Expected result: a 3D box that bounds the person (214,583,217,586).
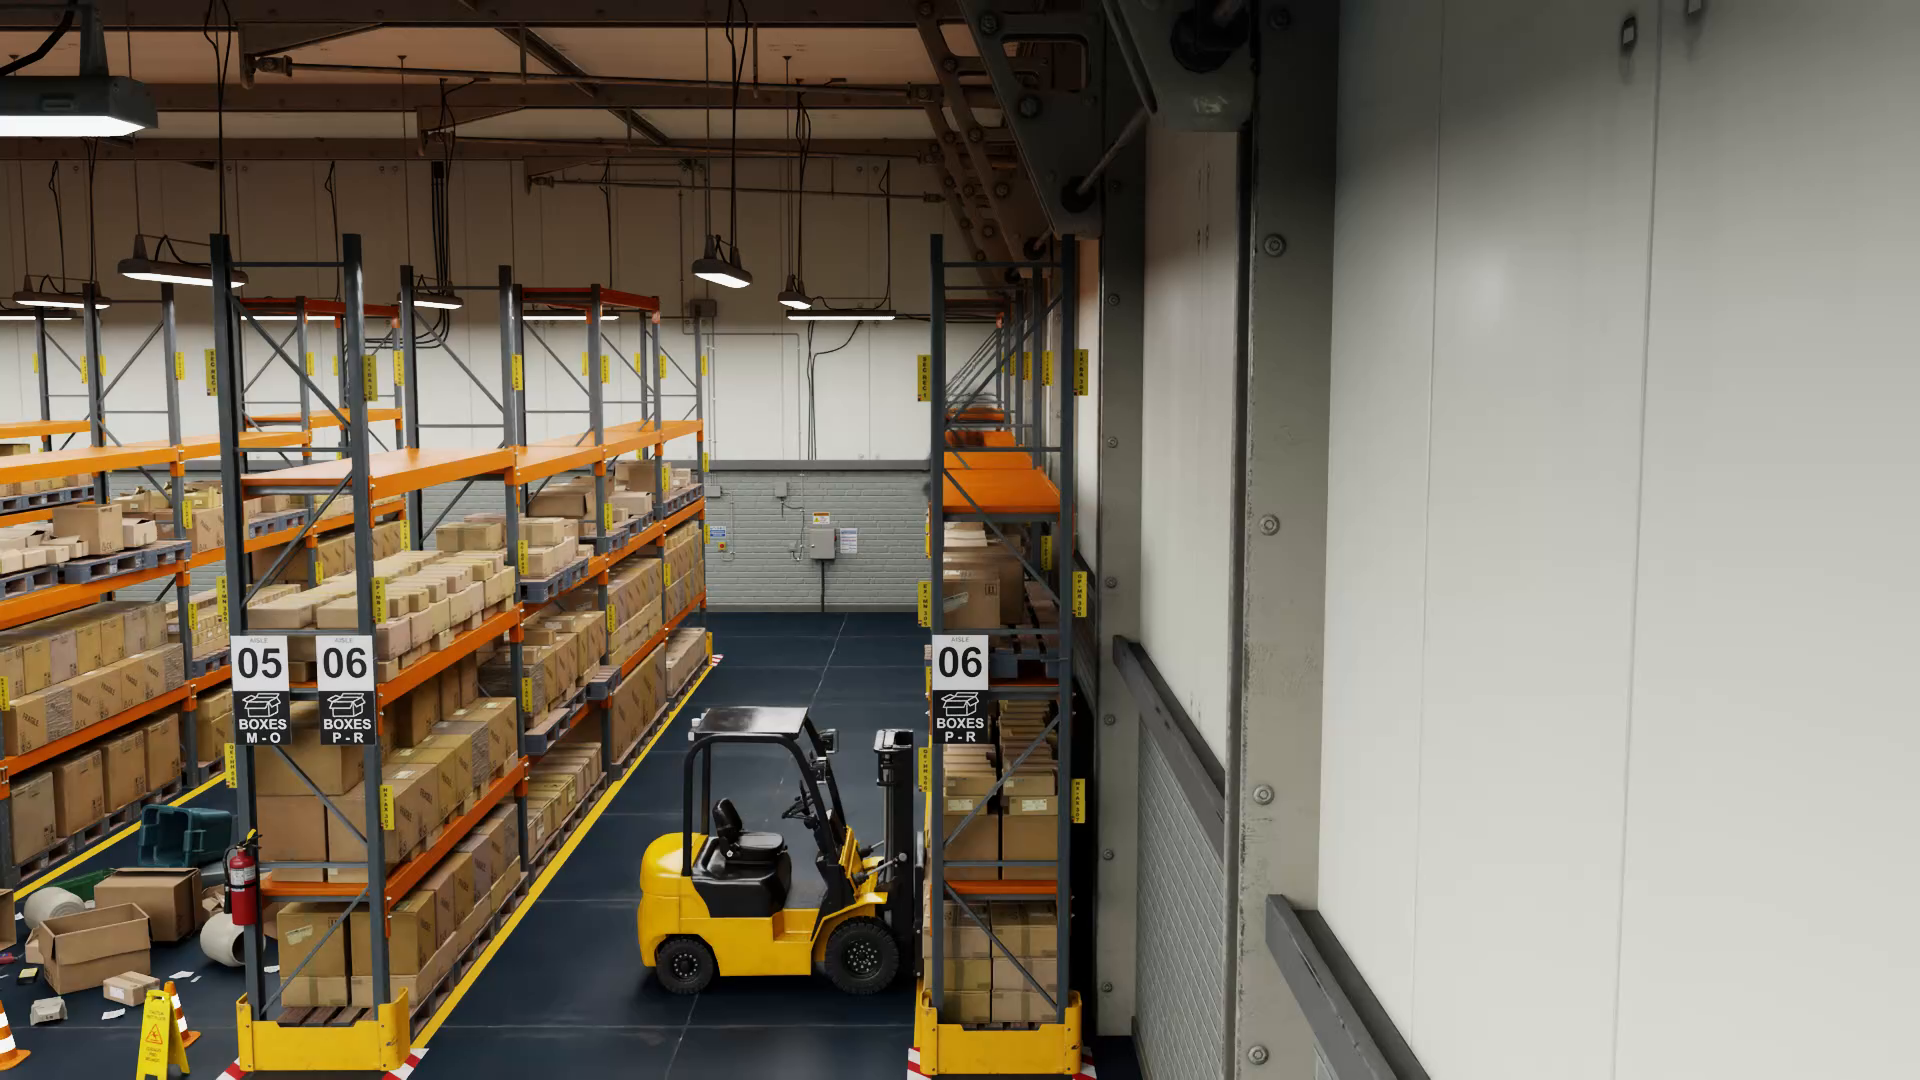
[{"bbox_3d":[-11.539,1.438,26.126,0.703,1.728,0.594,0,6,0],"label":"person"}]
